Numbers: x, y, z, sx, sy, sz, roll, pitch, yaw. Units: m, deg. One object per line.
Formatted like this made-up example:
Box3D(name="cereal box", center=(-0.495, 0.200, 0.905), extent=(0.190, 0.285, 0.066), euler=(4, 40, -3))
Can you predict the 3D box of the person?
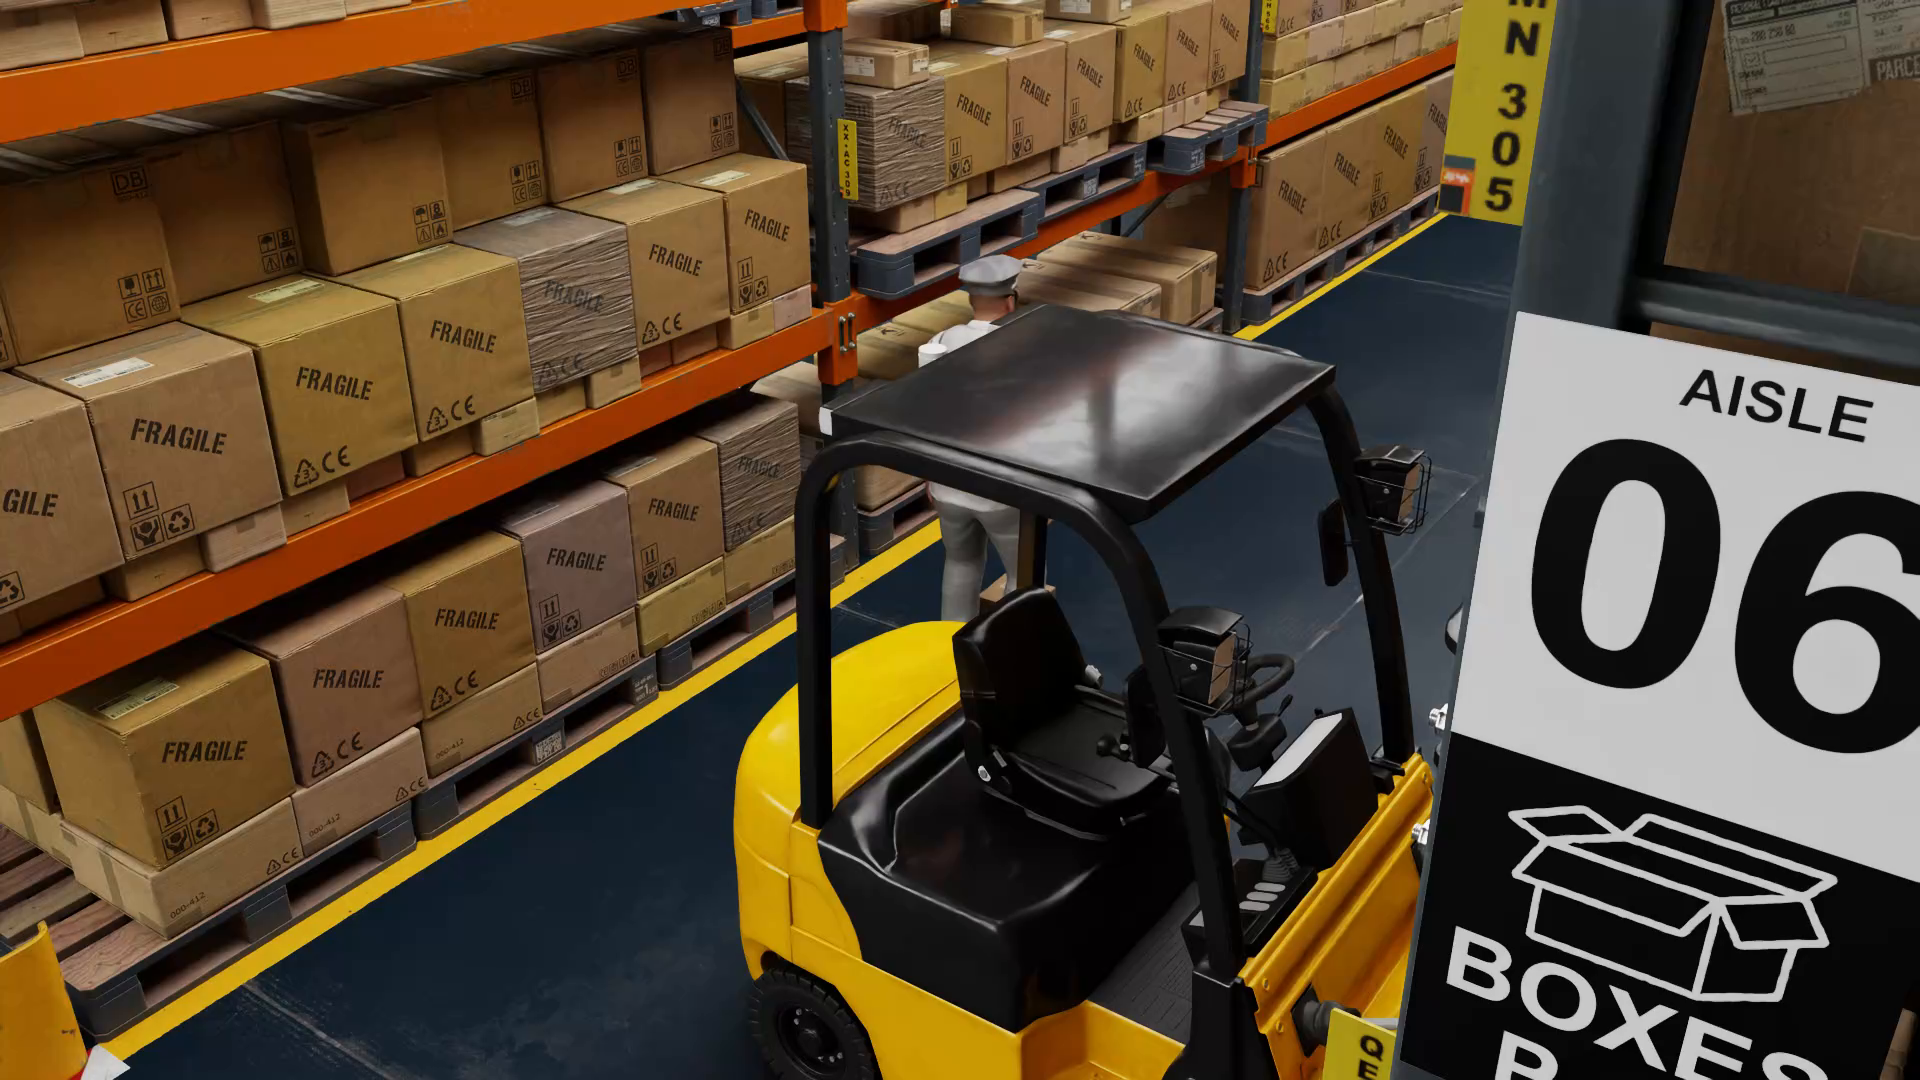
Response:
Box3D(name="person", center=(0.111, -0.227, 6.559), extent=(0.595, 1.746, 0.439), euler=(13, 30, 25))
